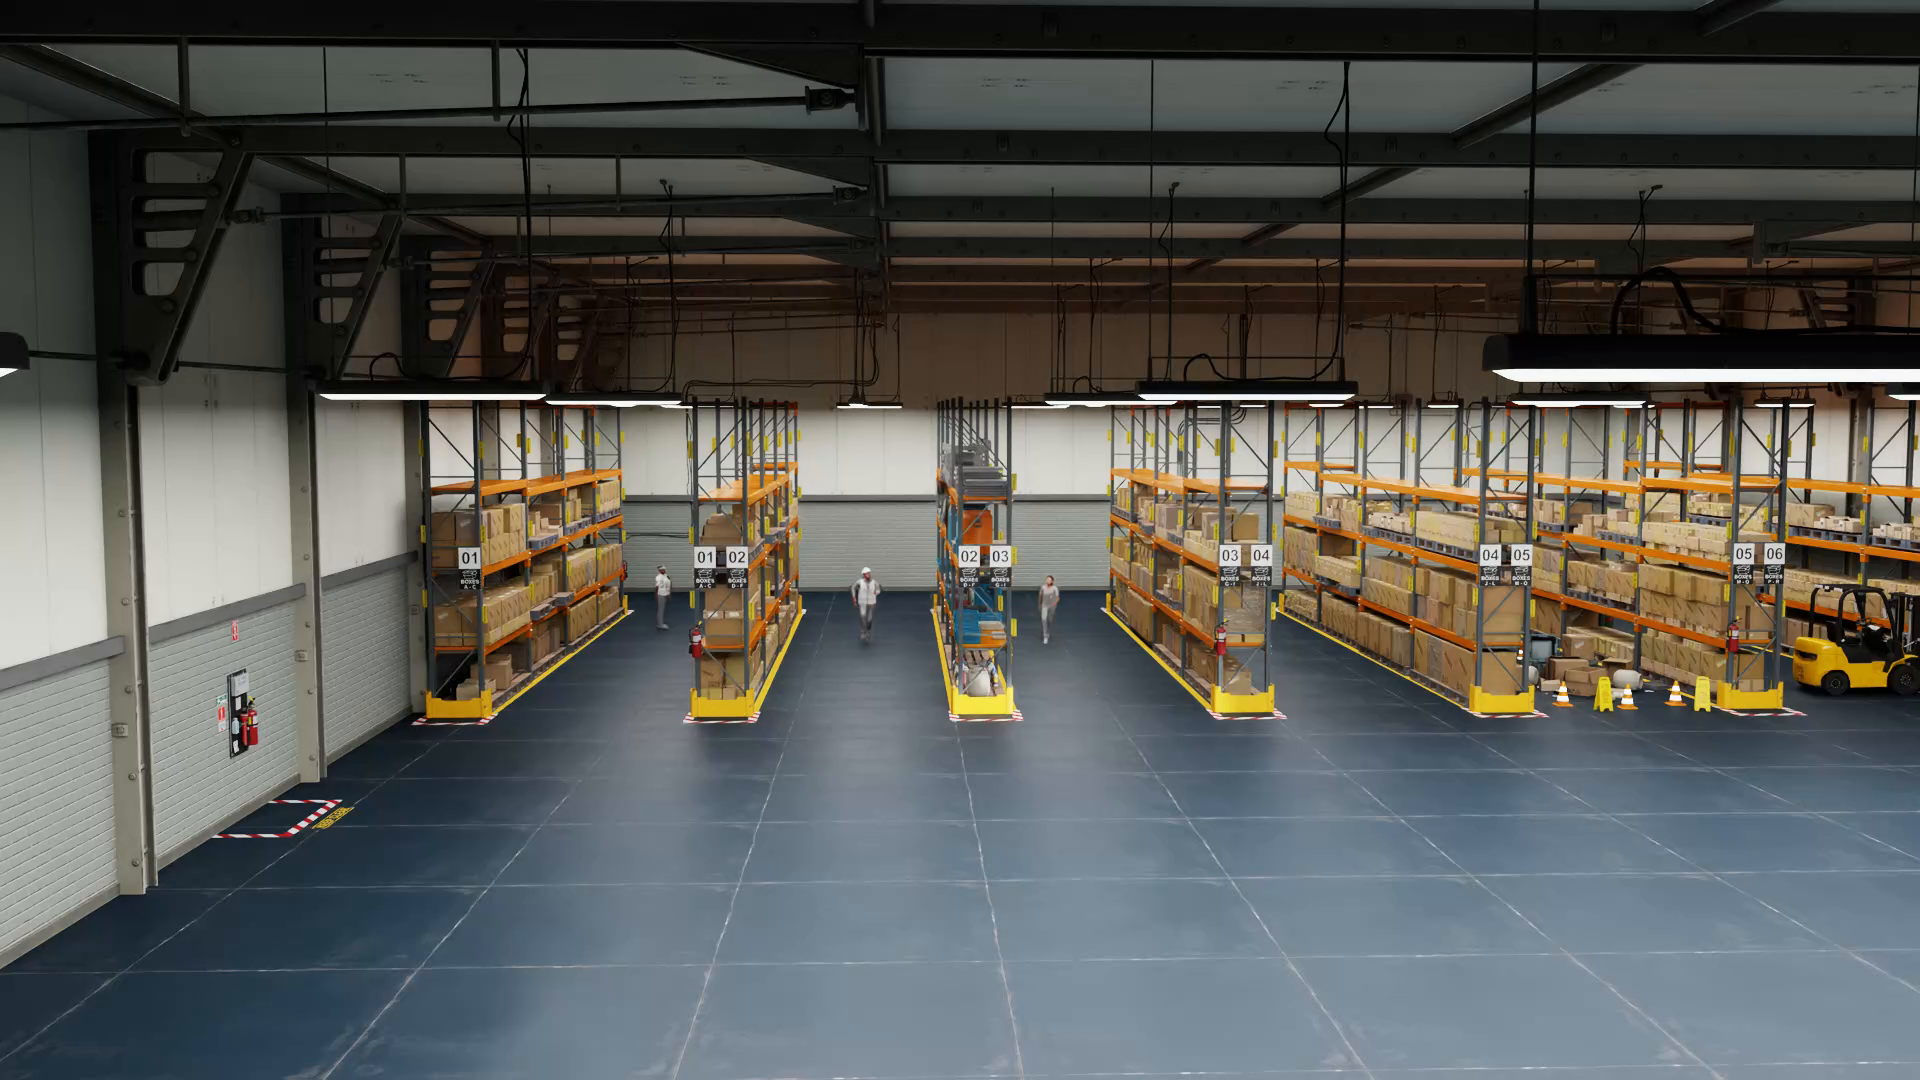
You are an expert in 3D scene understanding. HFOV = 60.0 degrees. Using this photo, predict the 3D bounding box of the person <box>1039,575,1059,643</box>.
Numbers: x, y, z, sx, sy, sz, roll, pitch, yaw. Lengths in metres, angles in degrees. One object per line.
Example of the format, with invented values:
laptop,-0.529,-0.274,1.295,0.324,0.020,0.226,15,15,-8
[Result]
person,2.228,1.709,41.574,0.490,1.652,0.960,0,4,-1

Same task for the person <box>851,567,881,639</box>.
person,-2.284,1.534,40.395,0.717,1.736,0.996,0,4,-4

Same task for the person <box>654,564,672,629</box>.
person,-7.835,1.481,43.983,0.413,1.695,0.453,1,4,10

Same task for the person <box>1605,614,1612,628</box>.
person,16.948,1.477,43.514,0.420,1.793,0.605,2,5,20
